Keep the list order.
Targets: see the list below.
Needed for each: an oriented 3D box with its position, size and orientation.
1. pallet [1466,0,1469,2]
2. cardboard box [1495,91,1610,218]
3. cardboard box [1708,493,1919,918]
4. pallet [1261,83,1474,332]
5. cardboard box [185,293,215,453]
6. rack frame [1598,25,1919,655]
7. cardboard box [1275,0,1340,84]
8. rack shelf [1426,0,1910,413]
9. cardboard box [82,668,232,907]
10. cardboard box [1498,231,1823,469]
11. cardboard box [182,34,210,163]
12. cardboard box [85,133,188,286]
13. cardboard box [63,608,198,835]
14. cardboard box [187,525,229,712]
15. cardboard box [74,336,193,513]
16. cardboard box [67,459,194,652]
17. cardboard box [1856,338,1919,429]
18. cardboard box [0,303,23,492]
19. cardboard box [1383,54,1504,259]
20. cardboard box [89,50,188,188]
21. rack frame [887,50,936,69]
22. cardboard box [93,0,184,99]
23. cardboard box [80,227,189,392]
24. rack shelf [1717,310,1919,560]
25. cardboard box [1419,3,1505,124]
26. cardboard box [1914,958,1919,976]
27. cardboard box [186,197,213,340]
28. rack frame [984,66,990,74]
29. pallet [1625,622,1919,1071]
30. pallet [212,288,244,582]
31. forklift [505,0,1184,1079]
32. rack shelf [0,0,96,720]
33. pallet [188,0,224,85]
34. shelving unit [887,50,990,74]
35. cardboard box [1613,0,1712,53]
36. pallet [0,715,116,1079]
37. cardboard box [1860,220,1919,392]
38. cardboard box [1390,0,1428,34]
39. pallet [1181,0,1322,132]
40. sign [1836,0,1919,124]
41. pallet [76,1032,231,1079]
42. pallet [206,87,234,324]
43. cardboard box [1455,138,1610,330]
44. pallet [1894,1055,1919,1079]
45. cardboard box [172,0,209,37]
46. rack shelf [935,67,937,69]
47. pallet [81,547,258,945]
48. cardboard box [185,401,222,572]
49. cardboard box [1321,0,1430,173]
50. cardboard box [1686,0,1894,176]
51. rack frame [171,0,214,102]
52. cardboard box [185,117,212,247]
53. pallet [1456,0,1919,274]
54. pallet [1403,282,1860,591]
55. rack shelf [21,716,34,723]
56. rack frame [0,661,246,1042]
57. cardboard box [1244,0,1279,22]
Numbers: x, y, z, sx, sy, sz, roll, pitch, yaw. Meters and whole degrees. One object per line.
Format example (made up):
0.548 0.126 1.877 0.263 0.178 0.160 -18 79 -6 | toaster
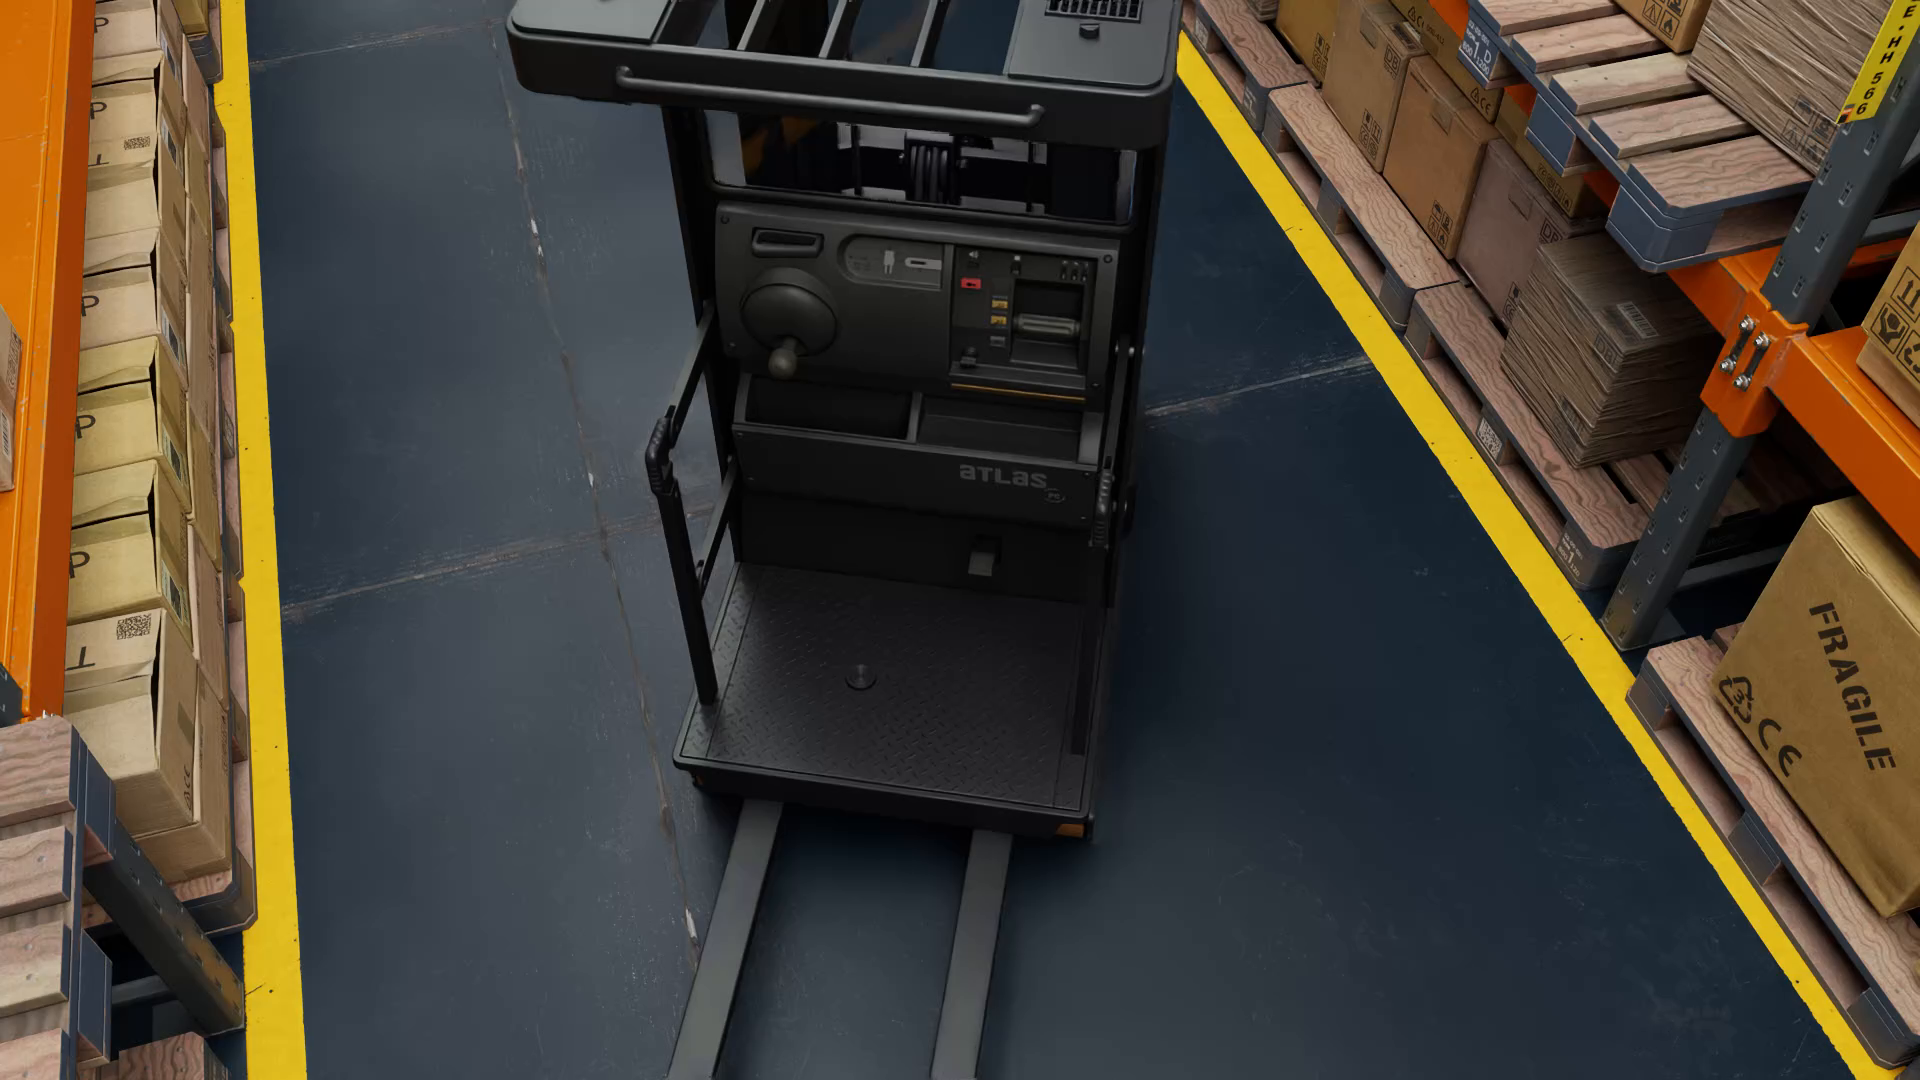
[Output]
1.804 -2.159 5.234 1.003 0.211 1.213 -13 51 -11 | pallet
2.058 -1.307 5.246 0.500 0.250 0.500 -12 51 -10 | cardboard box
2.521 0.340 4.133 0.750 0.750 0.750 -14 51 -11 | cardboard box
1.842 -1.346 6.247 1.003 0.211 1.213 -13 51 -11 | pallet
-2.637 -0.479 5.216 0.500 0.250 0.500 -12 51 -10 | cardboard box
2.429 -0.784 3.949 1.000 3.000 0.127 -13 51 -11 | rack frame
1.680 -2.142 6.441 0.700 0.500 0.500 -14 51 -12 | cardboard box
1.837 -2.013 5.456 1.077 0.370 4.000 -13 51 -11 | rack shelf
-2.176 0.641 4.272 0.500 0.250 0.500 -13 51 -11 | cardboard box
2.166 -0.634 5.170 0.700 0.500 0.500 -13 51 -10 | cardboard box
-3.085 -1.595 6.156 0.500 0.250 0.500 -14 51 -11 | cardboard box
-2.786 -1.038 5.320 0.500 0.311 0.500 -13 51 -11 | cardboard box
-2.176 0.460 4.057 0.500 0.311 0.500 -12 51 -10 | cardboard box
-2.326 0.274 4.581 0.500 0.250 0.500 -15 51 -12 | cardboard box
-2.488 -0.295 4.694 0.500 0.311 0.500 -15 51 -12 | cardboard box
-2.340 0.078 4.379 0.500 0.311 0.500 -14 51 -12 | cardboard box
2.305 -0.417 3.791 0.380 0.149 0.250 -14 51 -12 | cardboard box
-2.382 -0.330 3.624 0.500 0.311 0.500 -14 51 -11 | cardboard box
1.951 -1.393 5.810 0.700 0.500 0.500 -14 51 -11 | cardboard box
-2.932 -1.403 5.628 0.500 0.311 0.500 -12 51 -10 | cardboard box
-0.152 -1.197 5.573 0.200 1.050 0.008 -36 59 -27 | rack frame
-3.091 -1.782 5.947 0.500 0.311 0.500 -13 51 -11 | cardboard box
-2.641 -0.670 5.010 0.500 0.311 0.500 -14 51 -11 | cardboard box
3.020 0.908 2.993 1.077 0.370 4.000 -13 51 -11 | rack shelf
1.901 -1.681 5.562 0.500 0.250 0.500 -14 51 -11 | cardboard box
2.774 0.981 3.592 0.750 0.750 0.750 -14 51 -11 | cardboard box
-2.786 -0.851 5.529 0.500 0.250 0.500 -12 51 -10 | cardboard box
0.017 -1.063 5.459 0.200 1.050 0.008 -36 59 -27 | rack frame
2.590 0.707 4.516 1.003 0.211 1.213 -13 51 -11 | pallet
-2.865 -0.262 5.333 1.003 0.211 1.213 -13 51 -11 | pallet
-0.139 -0.436 3.701 1.130 2.935 3.031 7 50 6 | forklift
-2.894 -0.890 4.509 1.077 0.370 4.000 -13 51 -11 | rack shelf
-3.680 -2.274 7.029 1.003 0.211 1.213 -13 51 -11 | pallet
-0.067 -1.130 5.516 0.215 1.050 0.252 -36 59 -27 | shelving unit
2.089 -1.701 4.369 0.700 0.500 0.500 -18 52 -14 | cardboard box
-2.035 0.880 2.672 1.213 0.211 1.003 -13 51 -11 | pallet
2.328 -0.506 3.442 0.500 0.500 0.500 -12 51 -10 | cardboard box
1.771 -2.050 5.873 0.500 0.250 0.500 -15 51 -12 | cardboard box
1.478 -2.239 6.999 1.003 0.211 1.213 -13 51 -11 | pallet
1.913 -1.002 3.428 0.100 0.325 0.005 -13 51 -11 | sign
-2.117 1.791 3.602 1.003 0.211 1.213 -13 51 -11 | pallet
-3.230 -1.155 6.085 1.003 0.211 1.213 -13 51 -11 | pallet
2.125 -1.037 5.509 0.700 0.500 0.500 -13 51 -11 | cardboard box
2.947 1.597 3.766 1.003 0.211 1.213 -13 51 -11 | pallet
-3.333 -2.239 6.700 0.500 0.250 0.500 -13 51 -11 | cardboard box
-0.067 -1.306 5.307 0.215 0.259 0.240 -36 59 -27 | rack shelf
-2.508 0.627 4.583 1.003 0.211 1.213 -13 51 -11 | pallet
-2.485 -0.105 4.900 0.500 0.250 0.500 -15 51 -12 | cardboard box
1.793 -1.760 6.119 0.700 0.500 0.500 -13 51 -11 | cardboard box
2.280 -1.299 4.030 0.700 0.500 0.500 -19 52 -15 | cardboard box
-3.485 -2.583 5.466 1.000 3.000 0.127 -13 51 -11 | rack frame
-2.938 -1.225 5.844 0.500 0.250 0.500 -14 51 -12 | cardboard box
2.116 -1.219 4.441 1.213 0.211 1.003 -13 51 -11 | pallet
2.199 -0.456 5.497 1.003 0.211 1.213 -13 51 -11 | pallet
-1.711 2.031 2.046 1.077 0.370 4.000 -13 51 -11 | rack shelf
-2.302 0.339 3.003 1.000 3.000 0.127 -13 51 -11 | rack frame
1.480 -2.508 6.750 0.700 0.500 0.500 -12 51 -10 | cardboard box
